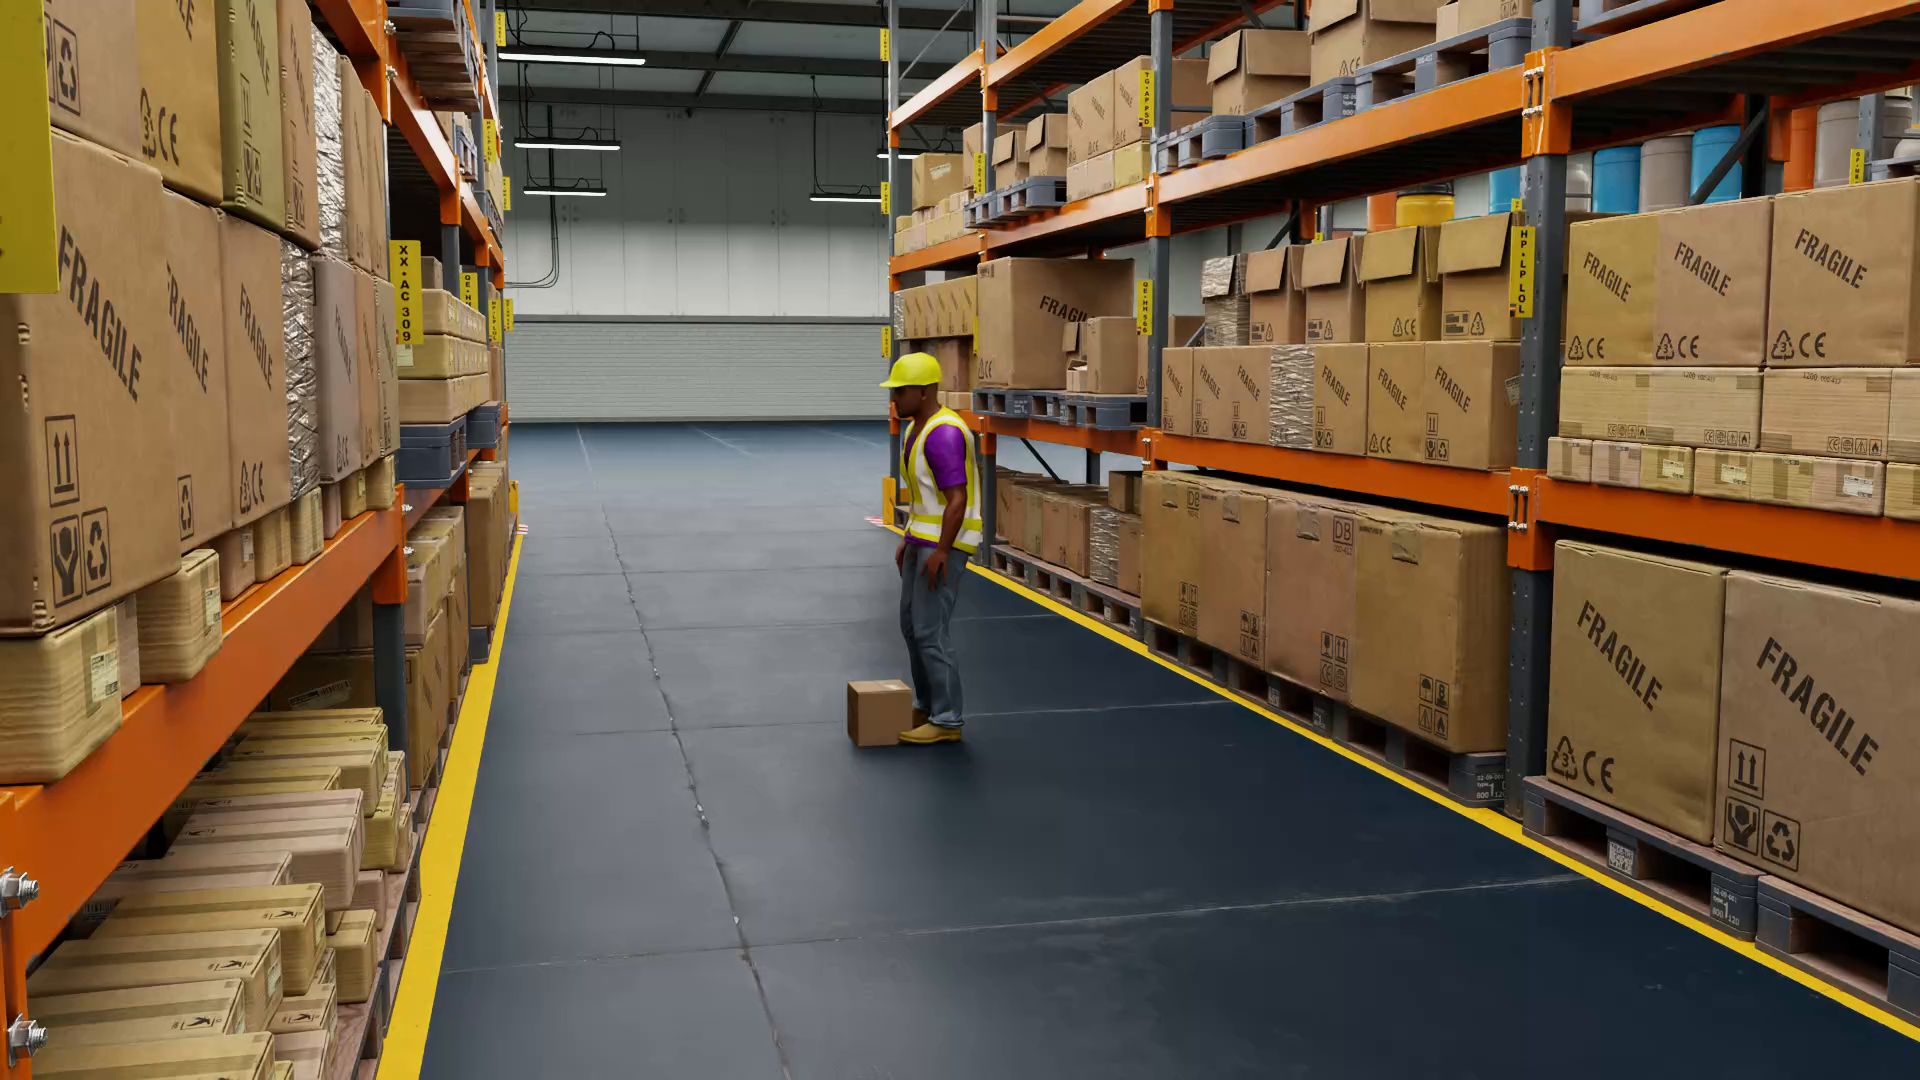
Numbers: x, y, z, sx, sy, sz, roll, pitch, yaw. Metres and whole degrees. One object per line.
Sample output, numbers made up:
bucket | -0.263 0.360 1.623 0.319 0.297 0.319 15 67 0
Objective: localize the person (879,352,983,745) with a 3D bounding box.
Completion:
person | -0.143 0.032 7.573 0.455 1.760 0.613 -2 6 -15
